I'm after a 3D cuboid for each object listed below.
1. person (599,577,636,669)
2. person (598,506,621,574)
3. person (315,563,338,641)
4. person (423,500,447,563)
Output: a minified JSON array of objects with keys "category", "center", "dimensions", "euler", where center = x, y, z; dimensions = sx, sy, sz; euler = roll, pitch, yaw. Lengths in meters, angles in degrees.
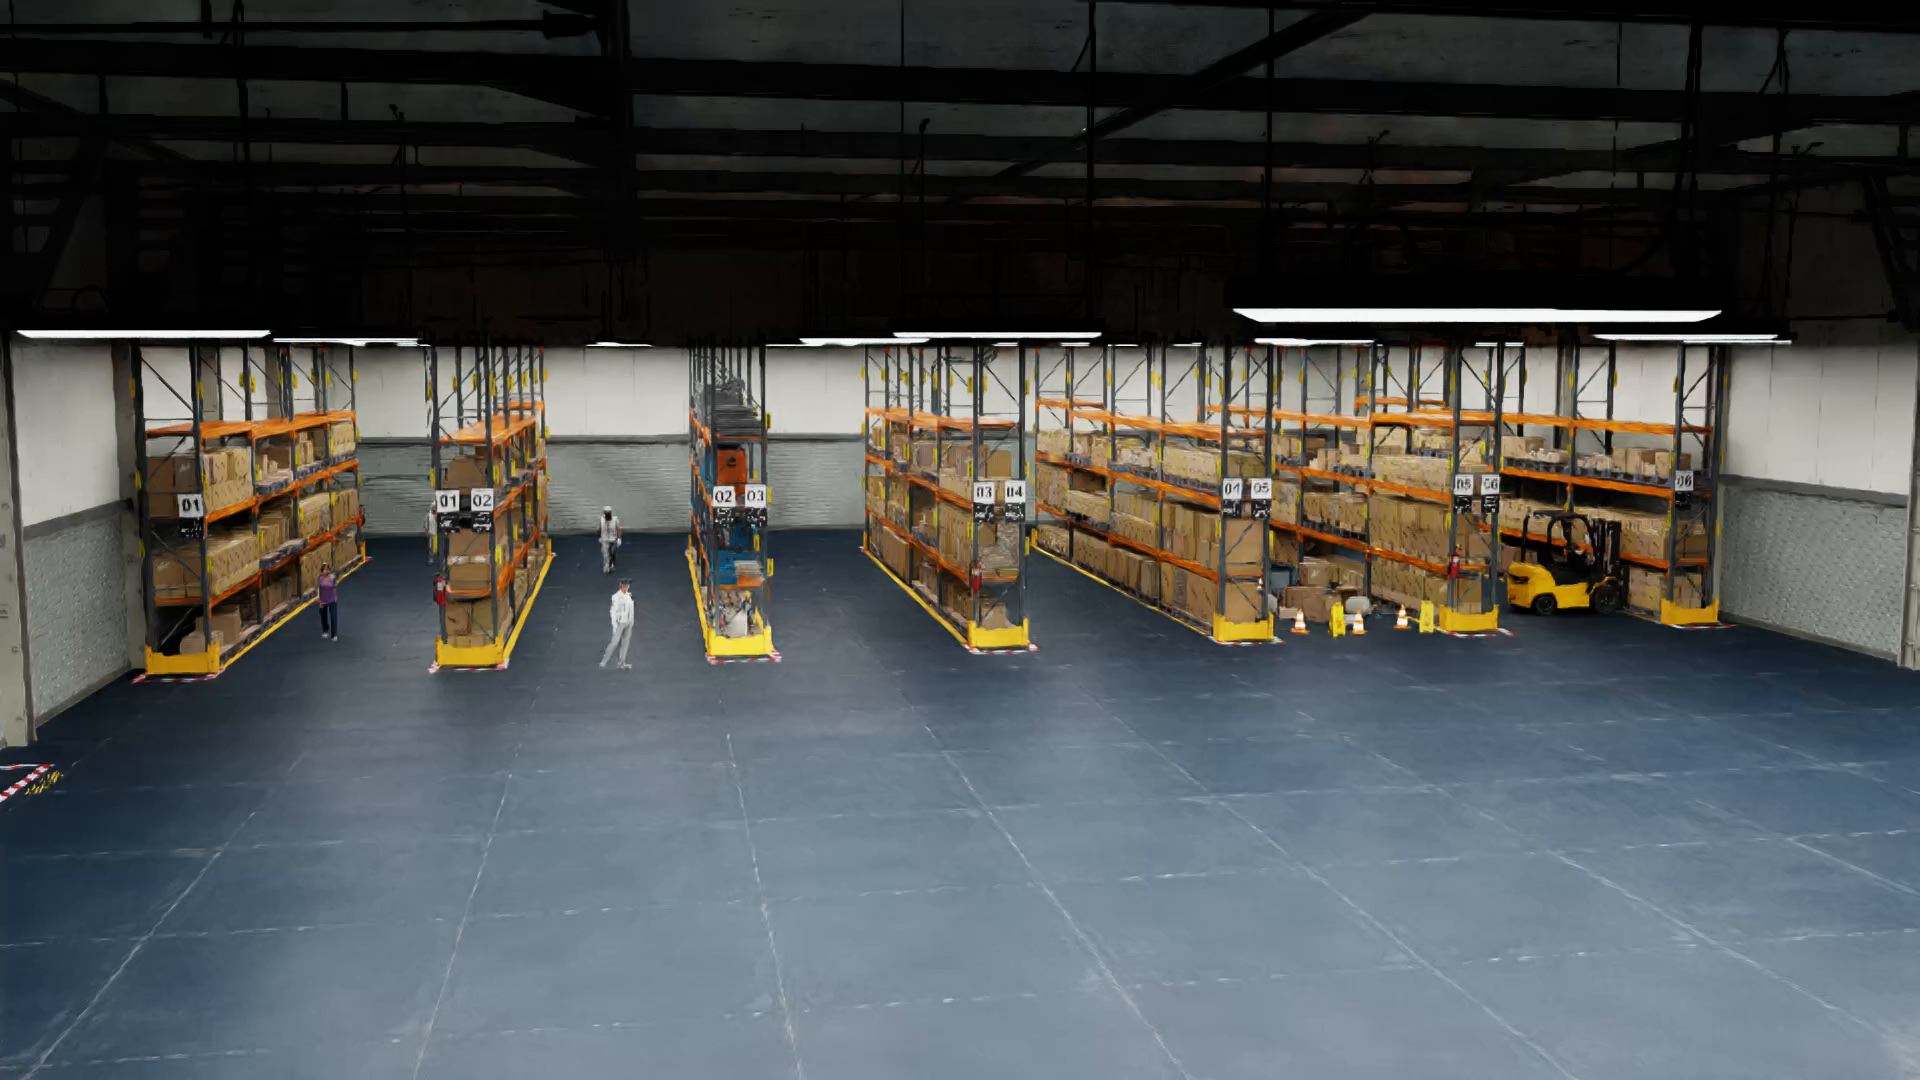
[{"category":"person","center":[-6.143,1.492,29.787],"dimensions":[0.502,1.661,0.654],"euler":[5,8,38]},{"category":"person","center":[-8.993,-0.023,42.680],"dimensions":[0.579,1.732,1.042],"euler":[-1,7,-11]},{"category":"person","center":[-12.465,1.203,32.739],"dimensions":[0.411,1.534,0.956],"euler":[-2,7,-19]},{"category":"person","center":[-13.979,-0.212,44.425],"dimensions":[0.677,1.725,0.574],"euler":[-1,7,-13]}]
